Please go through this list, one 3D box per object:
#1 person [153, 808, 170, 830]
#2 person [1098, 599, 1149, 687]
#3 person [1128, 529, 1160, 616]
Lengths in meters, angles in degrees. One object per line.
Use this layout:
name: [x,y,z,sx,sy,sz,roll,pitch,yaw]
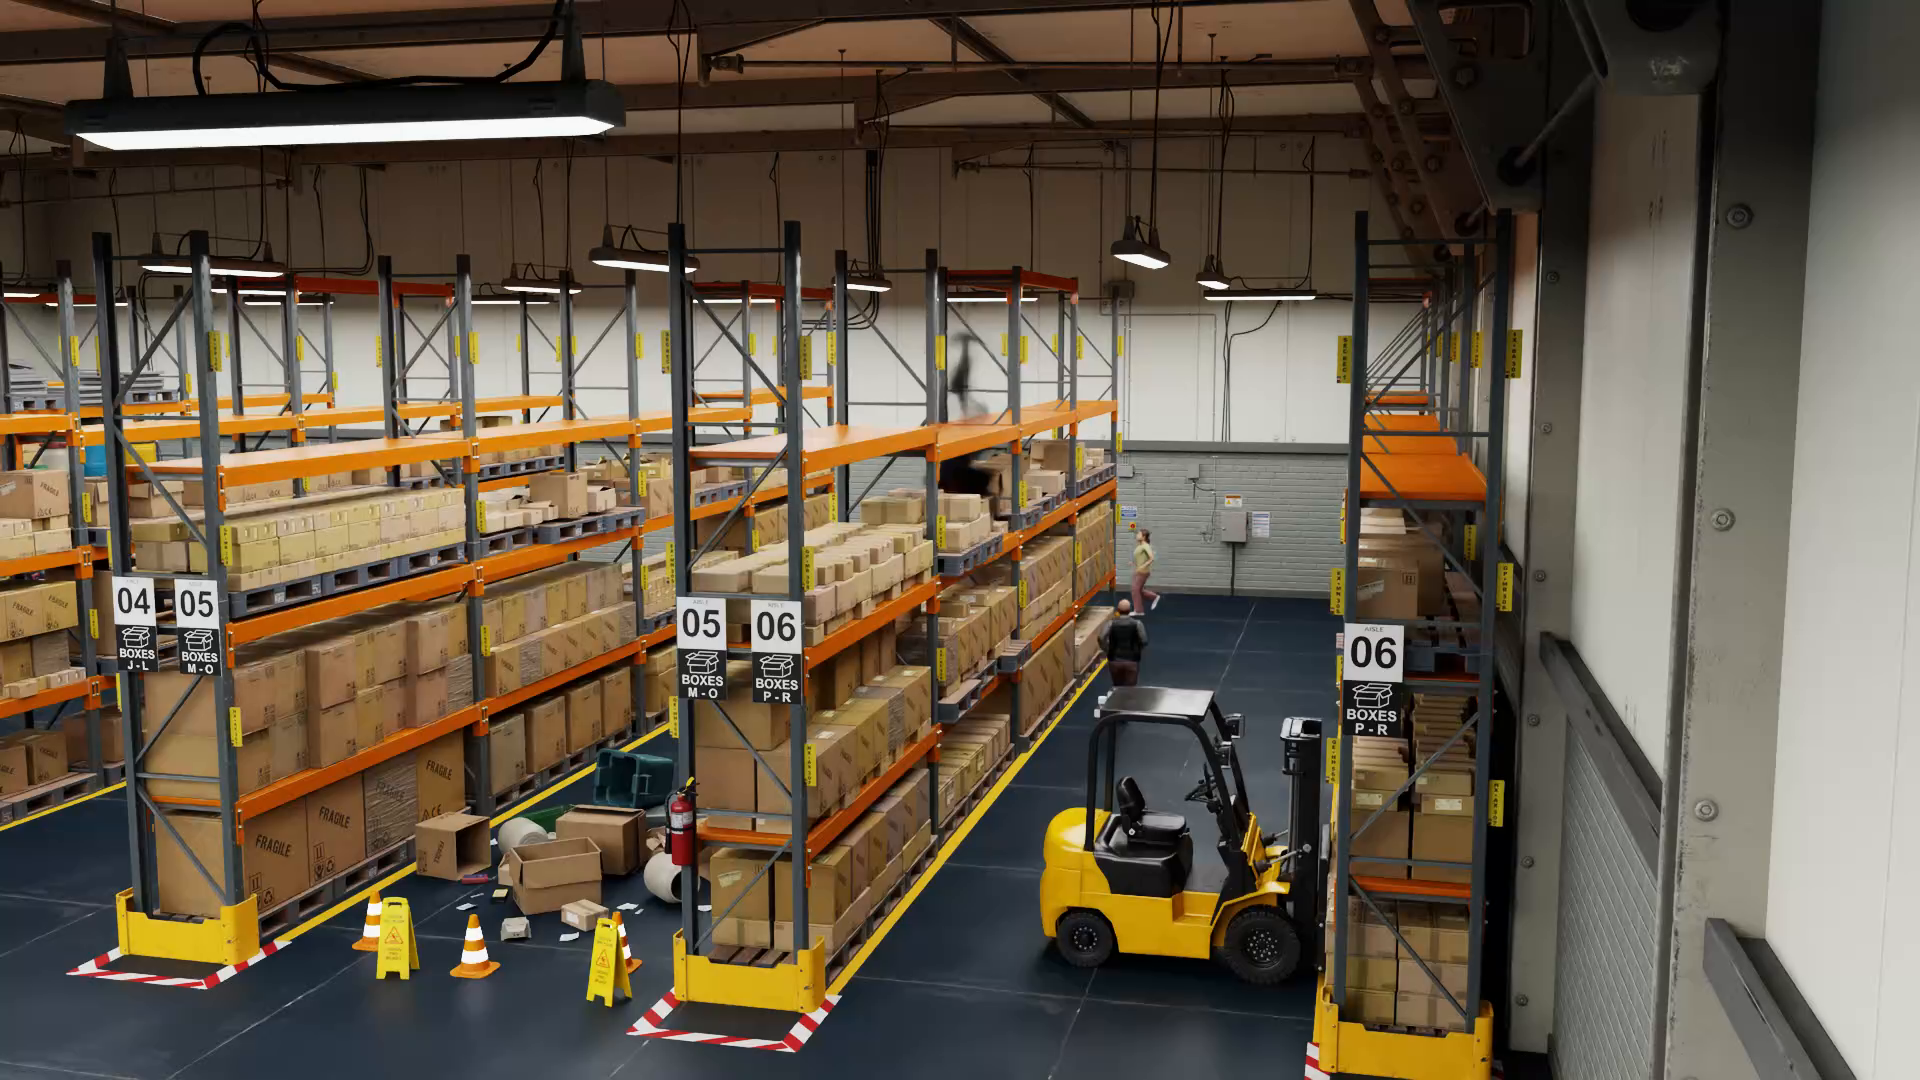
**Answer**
person: [-7.655,2.508,16.025,0.566,1.432,0.831,-1,7,-4]
person: [2.172,1.650,22.159,0.671,1.721,0.798,1,7,9]
person: [3.435,0.601,30.832,0.611,1.625,0.573,-1,7,-8]
